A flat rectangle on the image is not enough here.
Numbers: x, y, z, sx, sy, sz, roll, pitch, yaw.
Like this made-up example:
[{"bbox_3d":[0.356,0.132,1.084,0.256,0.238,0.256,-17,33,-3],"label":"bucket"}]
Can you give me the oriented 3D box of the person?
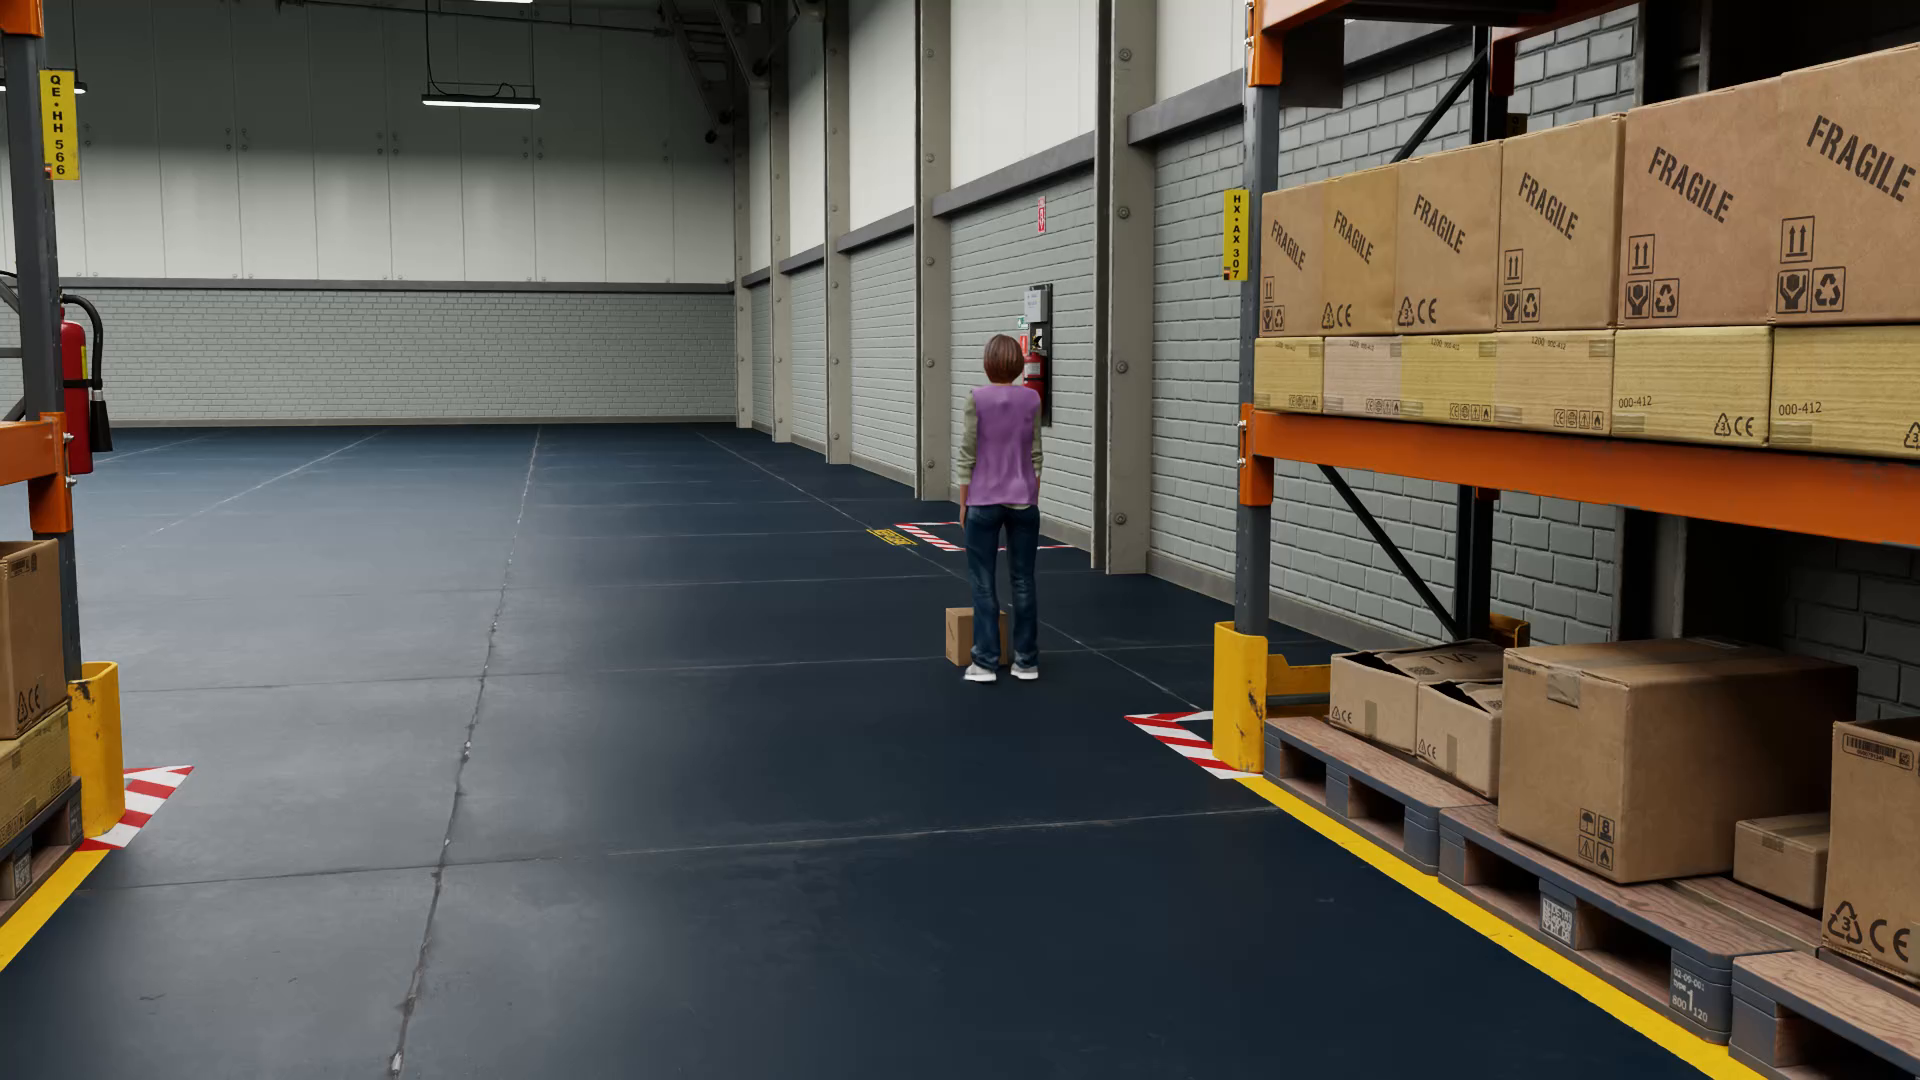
[{"bbox_3d":[0.183,-0.141,7.666,0.407,1.605,0.304,-1,6,-12],"label":"person"}]
